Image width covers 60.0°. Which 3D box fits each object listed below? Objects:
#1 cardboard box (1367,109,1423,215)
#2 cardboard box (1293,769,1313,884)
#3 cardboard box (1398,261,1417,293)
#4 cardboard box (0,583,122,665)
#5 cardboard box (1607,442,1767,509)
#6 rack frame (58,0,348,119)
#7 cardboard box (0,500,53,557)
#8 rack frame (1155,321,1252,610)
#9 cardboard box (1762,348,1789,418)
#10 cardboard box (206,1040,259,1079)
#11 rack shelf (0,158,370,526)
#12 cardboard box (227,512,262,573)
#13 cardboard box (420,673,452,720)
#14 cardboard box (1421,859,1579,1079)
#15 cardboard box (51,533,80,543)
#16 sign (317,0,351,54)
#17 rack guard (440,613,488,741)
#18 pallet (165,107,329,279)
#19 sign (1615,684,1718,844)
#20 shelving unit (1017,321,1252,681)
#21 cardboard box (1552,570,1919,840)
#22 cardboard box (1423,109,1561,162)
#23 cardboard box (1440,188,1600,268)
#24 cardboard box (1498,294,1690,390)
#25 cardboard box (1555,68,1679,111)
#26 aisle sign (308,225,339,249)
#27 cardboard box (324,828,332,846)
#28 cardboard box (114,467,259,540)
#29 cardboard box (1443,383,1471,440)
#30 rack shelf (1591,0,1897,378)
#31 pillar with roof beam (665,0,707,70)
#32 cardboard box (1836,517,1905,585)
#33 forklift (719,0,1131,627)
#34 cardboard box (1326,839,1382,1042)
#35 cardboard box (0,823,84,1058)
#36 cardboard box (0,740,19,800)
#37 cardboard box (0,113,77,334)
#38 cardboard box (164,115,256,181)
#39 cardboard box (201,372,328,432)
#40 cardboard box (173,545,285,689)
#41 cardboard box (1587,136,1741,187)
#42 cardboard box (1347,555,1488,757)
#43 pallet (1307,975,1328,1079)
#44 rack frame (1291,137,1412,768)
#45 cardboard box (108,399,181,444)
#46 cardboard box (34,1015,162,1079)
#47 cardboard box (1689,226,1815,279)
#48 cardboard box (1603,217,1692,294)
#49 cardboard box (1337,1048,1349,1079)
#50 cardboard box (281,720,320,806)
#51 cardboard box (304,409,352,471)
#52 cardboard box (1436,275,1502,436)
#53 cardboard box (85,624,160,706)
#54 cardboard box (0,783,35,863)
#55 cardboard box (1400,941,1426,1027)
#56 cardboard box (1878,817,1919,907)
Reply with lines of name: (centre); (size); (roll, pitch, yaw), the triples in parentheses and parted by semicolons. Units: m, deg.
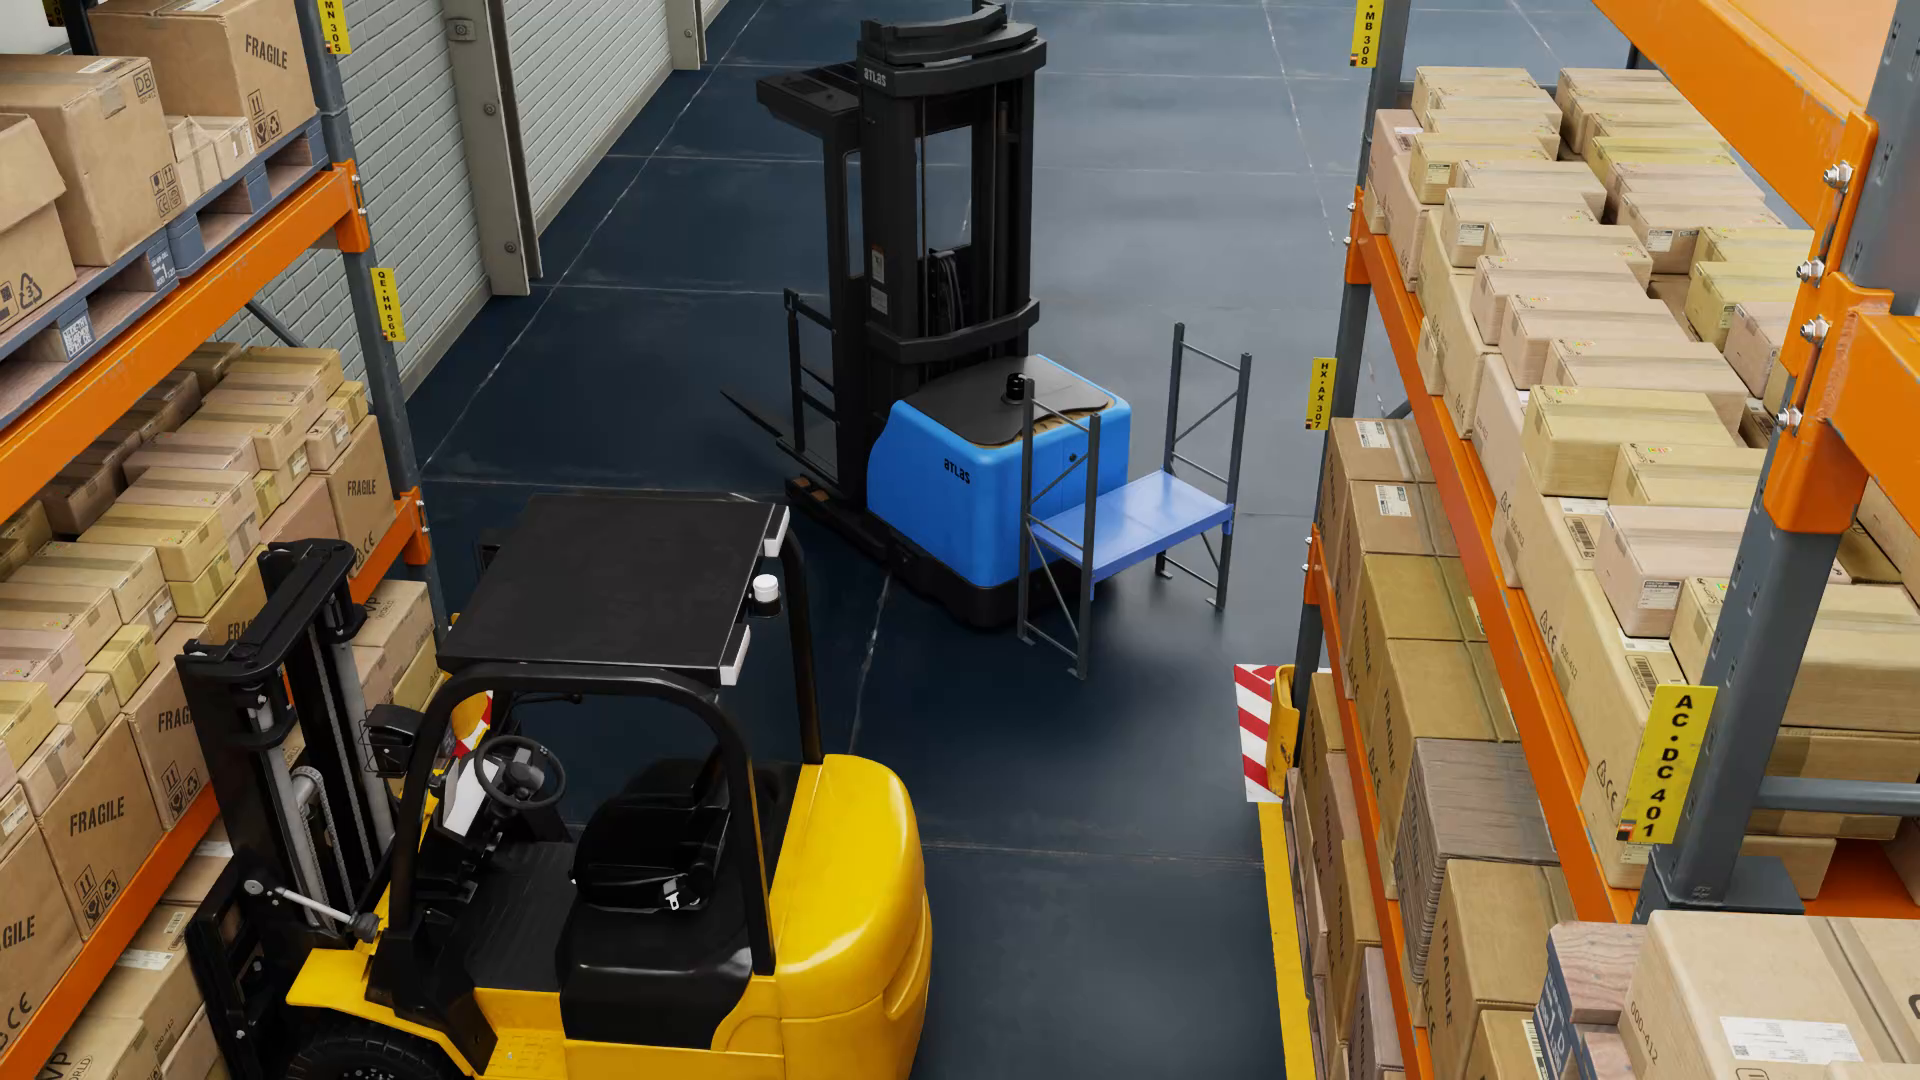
cardboard box: (1.717, -1.294, 5.771); (0.500, 0.250, 0.500); (2, 32, 3)
cardboard box: (1.682, 1.196, 6.950); (0.500, 0.250, 0.500); (2, 32, 4)
cardboard box: (1.685, -0.938, 5.573); (0.380, 0.149, 0.250); (3, 32, 5)
cardboard box: (-2.900, 0.269, 5.238); (0.380, 0.149, 0.250); (3, 32, 4)
cardboard box: (1.561, -0.070, 3.405); (0.380, 0.149, 0.250); (3, 32, 5)
rack frame: (-2.924, -2.969, 5.771); (1.000, 3.000, 0.127); (2, 32, 4)
cardboard box: (-3.378, -0.020, 5.706); (0.380, 0.149, 0.250); (2, 32, 3)
rack frame: (1.258, -0.370, 8.698); (0.032, 1.500, 0.500); (-23, 39, -33)
cardboard box: (2.089, -0.317, 3.806); (0.380, 0.149, 0.250); (1, 32, 2)
cardboard box: (-2.828, 1.894, 5.819); (0.500, 0.250, 0.500); (3, 32, 5)
rack shelf: (-3.087, -0.340, 5.050); (1.077, 0.370, 4.000); (2, 32, 4)
cardboard box: (-2.753, -0.002, 5.961); (0.380, 0.149, 0.250); (1, 32, 2)
cardboard box: (-2.648, 0.836, 7.536); (0.500, 0.250, 0.500); (3, 32, 4)
cardboard box: (1.521, 1.205, 4.338); (0.500, 0.500, 0.500); (3, 32, 6)
cardboard box: (-3.367, -0.039, 6.021); (0.380, 0.149, 0.250); (3, 32, 4)
sign: (-2.385, -2.005, 6.297); (0.100, 0.325, 0.005); (2, 32, 4)
rack guard: (-2.922, 0.636, 8.021); (1.175, 0.500, 0.348); (2, 32, 4)
pallet: (-3.008, -1.286, 5.983); (1.003, 0.211, 1.213); (2, 32, 4)
sign: (1.156, 0.370, 2.719); (0.100, 0.325, 0.005); (2, 32, 4)
shelving unit: (0.865, -0.201, 8.424); (1.048, 1.500, 0.538); (-23, 39, -33)
cardboard box: (1.465, 0.303, 3.179); (0.500, 0.250, 0.500); (2, 32, 4)
cardboard box: (1.704, -1.277, 5.364); (0.380, 0.149, 0.250); (2, 32, 4)
cardboard box: (1.582, -0.882, 4.723); (0.380, 0.149, 0.250); (3, 32, 5)
cardboard box: (1.544, -0.480, 4.070); (0.380, 0.149, 0.250); (3, 32, 5)
cardboard box: (2.290, -1.525, 5.767); (0.380, 0.149, 0.250); (3, 32, 4)
aisle sign: (-2.626, -1.544, 6.699); (0.394, 0.787, 0.004); (2, 32, 4)
cardboard box: (-2.725, 1.164, 6.526); (0.500, 0.250, 0.500); (2, 32, 3)
cardboard box: (-2.732, -0.128, 5.882); (0.380, 0.149, 0.250); (3, 32, 5)
cardboard box: (1.590, -0.400, 4.701); (0.380, 0.149, 0.250); (2, 32, 3)
rack shelf: (1.860, -1.406, 3.923); (1.077, 0.370, 4.000); (2, 32, 4)
pillar with roof beam: (1.388, -8.735, 15.127); (9.100, 9.000, 0.400); (2, 32, 4)
cardboard box: (2.039, 0.058, 3.577); (0.500, 0.250, 0.500); (2, 32, 4)
forklift: (-0.376, -1.511, 9.188); (1.130, 2.935, 3.031); (-22, 38, -31)
cardboard box: (1.593, 1.425, 5.864); (0.500, 0.500, 0.500); (3, 32, 5)
cardboard box: (-2.928, 1.140, 4.727); (0.500, 0.500, 0.500); (3, 32, 5)
cardboard box: (-2.862, 0.672, 4.583); (0.380, 0.149, 0.250); (3, 32, 5)
cardboard box: (-2.986, -0.880, 4.646); (0.797, 0.503, 0.637); (3, 32, 6)
cardboard box: (-2.689, -1.361, 5.764); (0.380, 0.149, 0.250); (2, 32, 3)
cardboard box: (-2.733, -0.534, 6.541); (0.380, 0.149, 0.250); (3, 32, 4)
cardboard box: (-2.796, 0.349, 6.009); (0.500, 0.500, 0.500); (2, 32, 3)
cardboard box: (2.156, -1.127, 5.121); (0.380, 0.149, 0.250); (3, 32, 4)
cardboard box: (1.629, 0.399, 5.645); (0.500, 0.500, 0.500); (2, 32, 3)
pallet: (1.814, 2.081, 5.952); (1.003, 0.211, 1.213); (2, 32, 4)
rack frame: (2.023, -0.205, 7.004); (1.000, 3.000, 0.127); (2, 32, 4)
cardboard box: (-3.227, -0.420, 6.356); (0.380, 0.149, 0.250); (3, 32, 5)
cardboard box: (-2.846, 1.736, 5.122); (0.500, 0.250, 0.500); (3, 32, 4)
cardboard box: (2.199, -0.722, 4.463); (0.380, 0.149, 0.250); (3, 32, 5)
cardboard box: (2.170, -0.732, 4.859); (0.500, 0.250, 0.500); (3, 32, 5)
cardboard box: (1.557, 2.013, 5.626); (0.500, 0.250, 0.500); (3, 32, 5)
cardboard box: (-2.718, 0.936, 6.419); (0.500, 0.250, 0.500); (3, 32, 5)
cardboard box: (-2.664, -0.406, 6.616); (0.380, 0.149, 0.250); (3, 32, 5)
cardboard box: (1.587, -0.492, 4.471); (0.500, 0.250, 0.500); (3, 32, 5)
cardboard box: (-2.816, 0.394, 5.318); (0.380, 0.149, 0.250); (2, 32, 3)
cardboard box: (-2.855, 0.803, 4.654); (0.380, 0.149, 0.250); (3, 32, 5)
cardboard box: (1.499, 1.281, 4.832); (0.380, 0.149, 0.250); (2, 32, 3)
cardboard box: (1.970, 0.562, 3.139); (0.380, 0.149, 0.250); (2, 32, 3)
